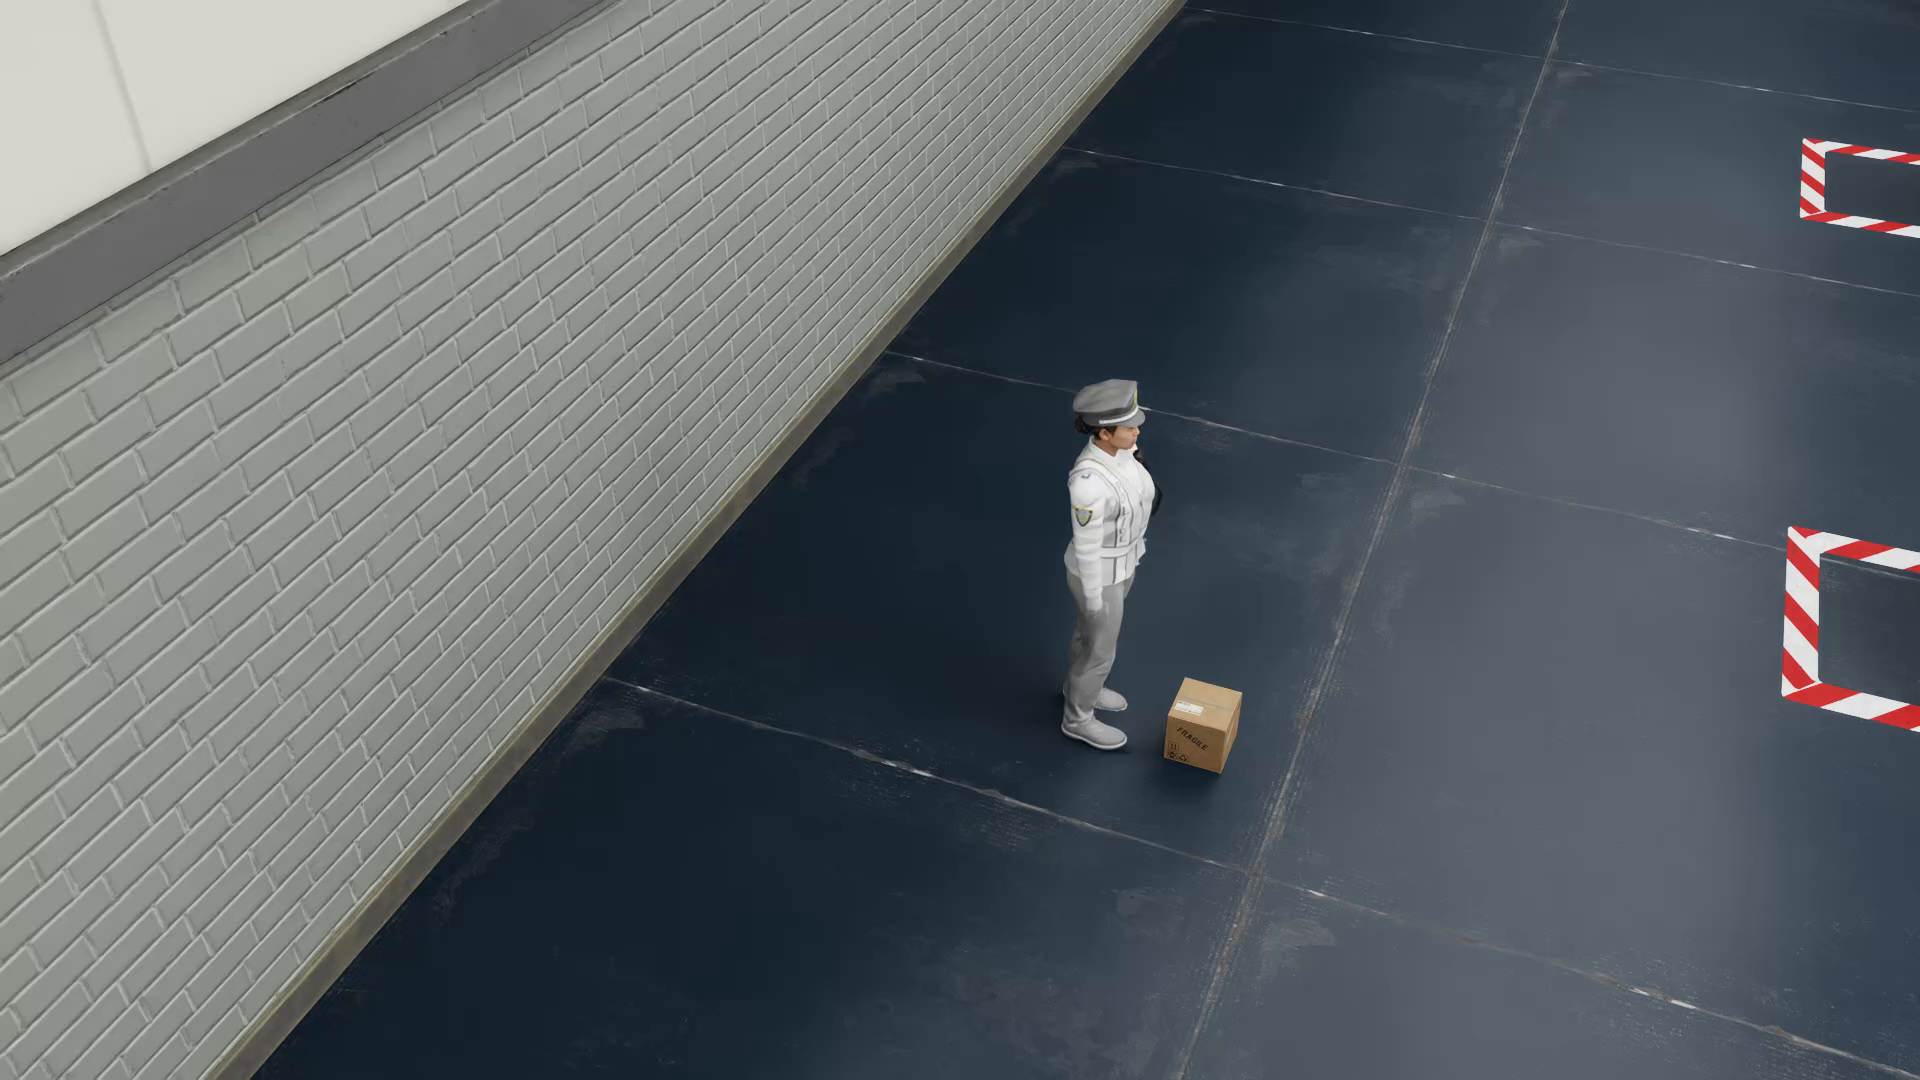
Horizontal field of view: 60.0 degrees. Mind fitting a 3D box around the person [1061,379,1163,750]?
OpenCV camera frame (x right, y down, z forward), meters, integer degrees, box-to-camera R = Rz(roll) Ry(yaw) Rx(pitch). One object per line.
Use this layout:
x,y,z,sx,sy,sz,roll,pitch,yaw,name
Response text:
0.587,0.105,6.681,0.360,1.698,0.465,15,40,19,person
